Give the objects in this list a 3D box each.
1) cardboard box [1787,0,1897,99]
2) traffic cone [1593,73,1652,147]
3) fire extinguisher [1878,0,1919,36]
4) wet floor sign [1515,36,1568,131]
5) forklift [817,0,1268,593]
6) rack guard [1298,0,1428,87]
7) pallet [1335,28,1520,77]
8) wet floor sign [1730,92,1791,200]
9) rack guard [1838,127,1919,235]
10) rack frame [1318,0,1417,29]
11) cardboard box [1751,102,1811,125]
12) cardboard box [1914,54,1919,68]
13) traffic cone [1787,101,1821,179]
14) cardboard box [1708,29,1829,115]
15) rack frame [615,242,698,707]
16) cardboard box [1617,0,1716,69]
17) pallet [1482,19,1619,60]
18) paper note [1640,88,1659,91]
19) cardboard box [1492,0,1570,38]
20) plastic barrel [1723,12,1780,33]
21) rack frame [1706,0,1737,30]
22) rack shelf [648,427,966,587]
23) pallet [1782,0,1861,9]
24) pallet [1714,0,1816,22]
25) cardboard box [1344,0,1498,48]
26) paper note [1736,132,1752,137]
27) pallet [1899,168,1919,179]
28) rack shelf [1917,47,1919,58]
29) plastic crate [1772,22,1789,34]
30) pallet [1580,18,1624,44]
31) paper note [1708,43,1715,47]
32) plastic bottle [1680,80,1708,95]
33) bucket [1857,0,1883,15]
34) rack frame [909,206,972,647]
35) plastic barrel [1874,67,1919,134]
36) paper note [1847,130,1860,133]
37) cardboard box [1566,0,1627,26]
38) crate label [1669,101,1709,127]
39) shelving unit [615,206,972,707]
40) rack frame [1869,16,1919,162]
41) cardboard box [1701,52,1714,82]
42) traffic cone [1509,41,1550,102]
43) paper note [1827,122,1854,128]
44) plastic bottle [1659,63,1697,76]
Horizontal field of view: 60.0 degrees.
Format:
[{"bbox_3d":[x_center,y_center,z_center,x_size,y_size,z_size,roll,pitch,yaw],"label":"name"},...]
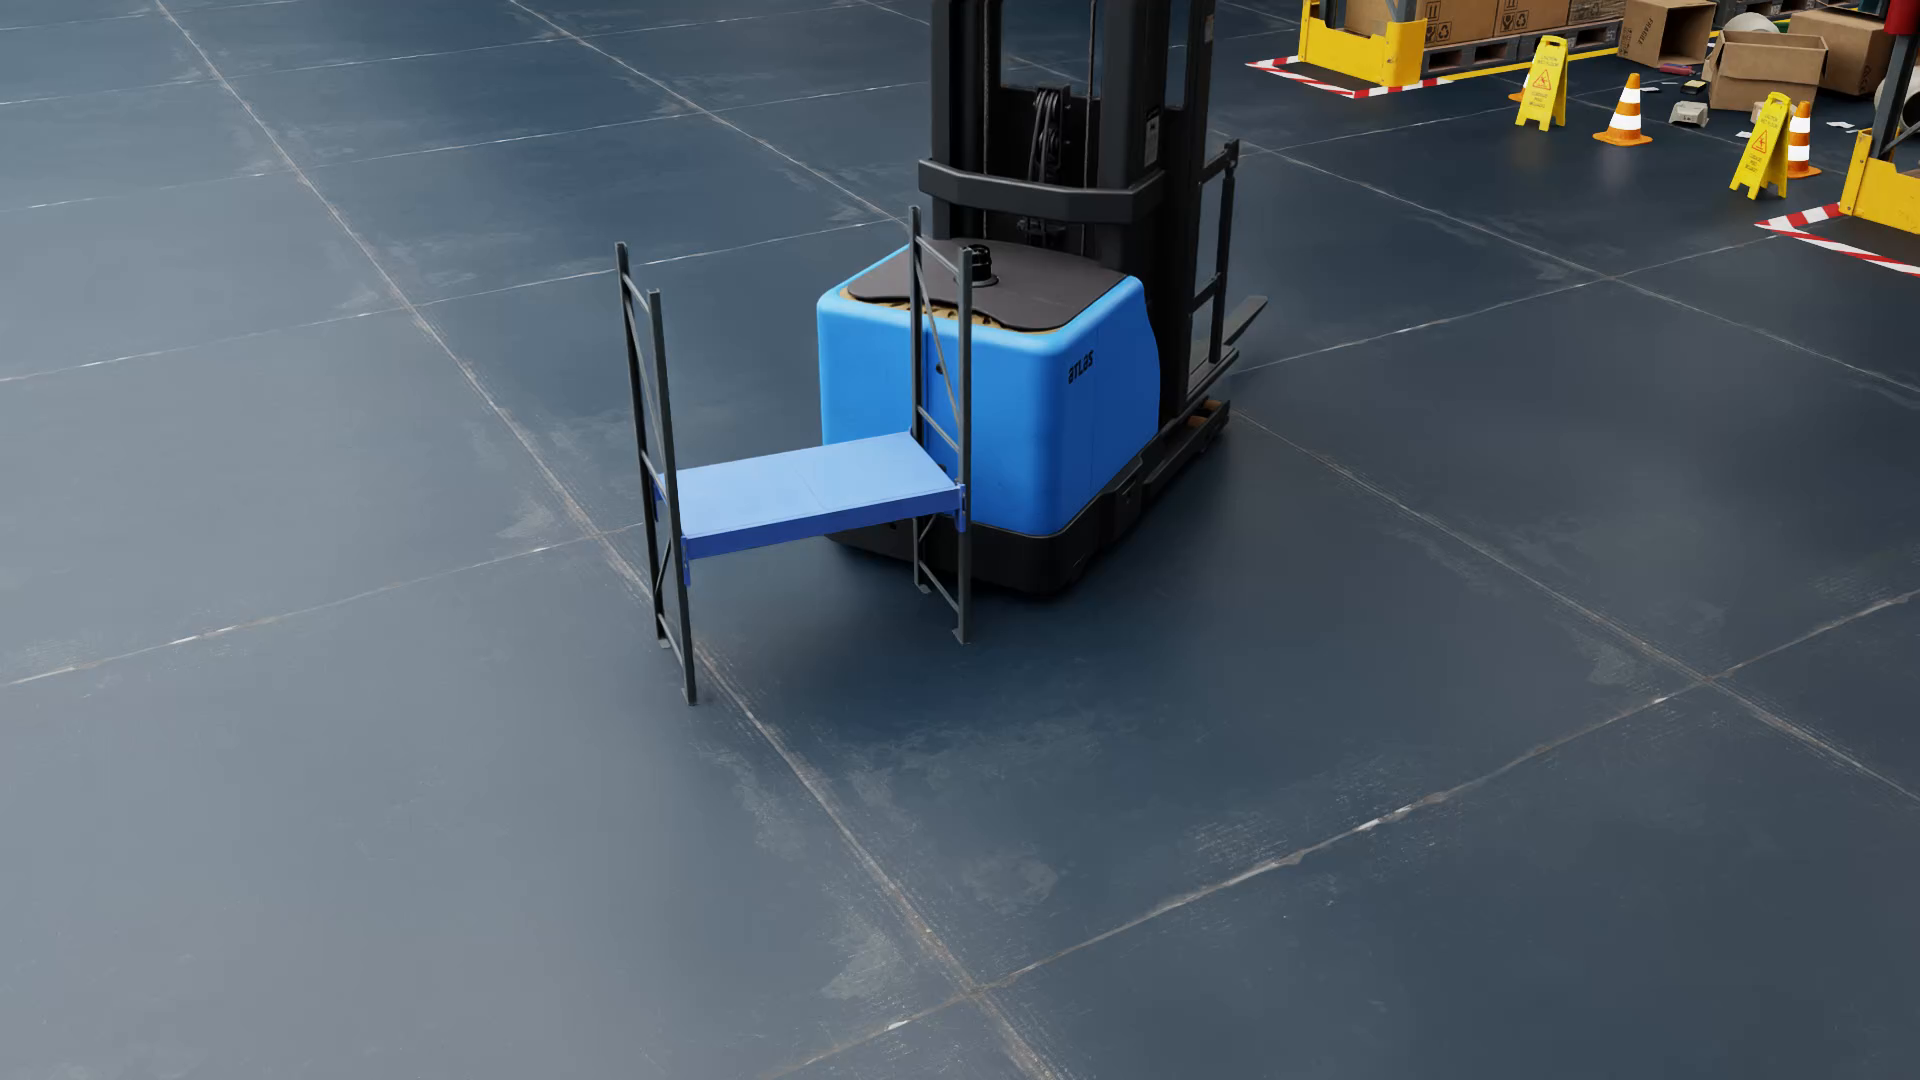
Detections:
[{"bbox_3d":[6.947,-3.865,13.092,0.503,0.637,0.797,-16,33,-26],"label":"cardboard box"},{"bbox_3d":[4.775,-3.092,11.875,0.334,0.463,0.336,-16,33,-26],"label":"traffic cone"},{"bbox_3d":[5.581,-3.311,9.726,0.183,0.674,0.296,-16,33,-26],"label":"fire extinguisher"},{"bbox_3d":[4.297,-3.356,12.163,0.232,0.644,0.267,-22,36,-35],"label":"wet floor sign"},{"bbox_3d":[0.581,-1.766,6.917,1.130,2.935,3.031,14,32,24],"label":"forklift"},{"bbox_3d":[3.298,-4.118,13.695,0.348,0.500,1.175,-16,33,-26],"label":"rack guard"},{"bbox_3d":[3.968,-4.226,14.189,1.213,0.211,1.003,-16,33,-26],"label":"pallet"},{"bbox_3d":[5.207,-2.550,10.702,0.232,0.644,0.267,-5,29,-9],"label":"wet floor sign"},{"bbox_3d":[5.979,-2.106,10.048,0.348,0.500,1.175,-16,33,-26],"label":"rack guard"},{"bbox_3d":[3.318,-5.219,13.102,0.127,3.000,1.000,-16,33,-26],"label":"rack frame"},{"bbox_3d":[6.019,-3.095,12.205,0.250,0.149,0.380,0,29,0],"label":"cardboard box"},{"bbox_3d":[7.572,-3.658,13.104,0.258,0.266,0.396,10,30,17],"label":"cardboard box"},{"bbox_3d":[5.631,-2.713,11.188,0.334,0.463,0.336,-16,33,-26],"label":"traffic cone"},{"bbox_3d":[6.145,-3.573,12.703,0.797,0.503,0.637,10,30,17],"label":"cardboard box"},{"bbox_3d":[-1.011,-0.197,5.555,0.032,1.500,0.500,-11,31,-19],"label":"rack frame"},{"bbox_3d":[5.949,-4.297,14.016,0.500,0.500,0.500,-10,30,-18],"label":"cardboard box"},{"bbox_3d":[5.019,-4.523,14.727,1.213,0.211,1.003,-16,33,-26],"label":"pallet"},{"bbox_3d":[5.495,-3.584,13.215,0.142,0.017,0.144,-5,29,-9],"label":"paper note"},{"bbox_3d":[4.627,-4.882,14.256,0.875,0.875,0.875,-16,33,-27],"label":"cardboard box"},{"bbox_3d":[6.566,-4.153,13.837,0.421,0.421,0.512,5,29,8],"label":"plastic barrel"},{"bbox_3d":[6.767,-6.198,14.876,0.127,3.000,1.000,-16,33,-26],"label":"rack frame"},{"bbox_3d":[-0.540,-0.133,5.810,1.000,0.185,0.538,-11,31,-19],"label":"rack shelf"},{"bbox_3d":[8.447,-5.498,16.494,1.213,0.211,1.003,-16,33,-26],"label":"pallet"},{"bbox_3d":[7.394,-5.197,15.949,1.213,0.211,1.003,-16,33,-26],"label":"pallet"},{"bbox_3d":[3.870,-4.666,13.864,0.875,0.875,0.875,-16,33,-26],"label":"cardboard box"},{"bbox_3d":[5.720,-2.942,12.049,0.148,0.019,0.142,22,36,34],"label":"paper note"},{"bbox_3d":[6.697,-2.163,10.451,1.213,0.211,1.003,-16,33,-26],"label":"pallet"},{"bbox_3d":[7.638,-3.356,10.471,4.000,0.370,1.077,-16,33,-26],"label":"rack shelf"},{"bbox_3d":[7.281,-4.404,14.476,0.662,0.188,0.450,0,19,0],"label":"plastic crate"},{"bbox_3d":[6.072,-4.823,15.272,1.213,0.211,1.003,-16,33,-26],"label":"pallet"},{"bbox_3d":[6.646,-4.356,14.612,0.147,0.020,0.142,10,30,17],"label":"paper note"},{"bbox_3d":[5.843,-3.606,13.220,0.133,0.061,0.283,22,36,34],"label":"plastic bottle"},{"bbox_3d":[7.818,-4.436,13.499,0.620,0.611,0.726,4,28,-14],"label":"bucket"},{"bbox_3d":[-0.069,-0.383,5.892,0.032,1.500,0.500,-11,31,-19],"label":"rack frame"},{"bbox_3d":[6.927,-3.190,12.092,0.421,0.421,0.512,5,29,8],"label":"plastic barrel"},{"bbox_3d":[6.528,-2.988,12.155,0.123,0.001,0.032,-16,33,-26],"label":"paper note"},{"bbox_3d":[5.414,-5.104,14.659,0.875,0.875,0.875,-16,33,-26],"label":"cardboard box"},{"bbox_3d":[5.421,-3.168,12.349,0.250,0.136,0.298,15,32,26],"label":"crate label"},{"bbox_3d":[-0.540,-0.290,5.723,1.048,1.500,0.538,-11,31,-19],"label":"shelving unit"},{"bbox_3d":[5.913,-3.181,9.410,0.127,3.000,1.000,-16,33,-26],"label":"rack frame"},{"bbox_3d":[6.218,-3.813,13.384,0.258,0.266,0.396,-10,30,-18],"label":"cardboard box"},{"bbox_3d":[4.496,-3.646,12.878,0.334,0.463,0.336,-16,33,-26],"label":"traffic cone"},{"bbox_3d":[6.528,-3.082,12.316,0.142,0.019,0.148,-5,29,-9],"label":"paper note"},{"bbox_3d":[5.936,-3.878,13.713,0.283,0.061,0.133,22,36,34],"label":"plastic bottle"}]
